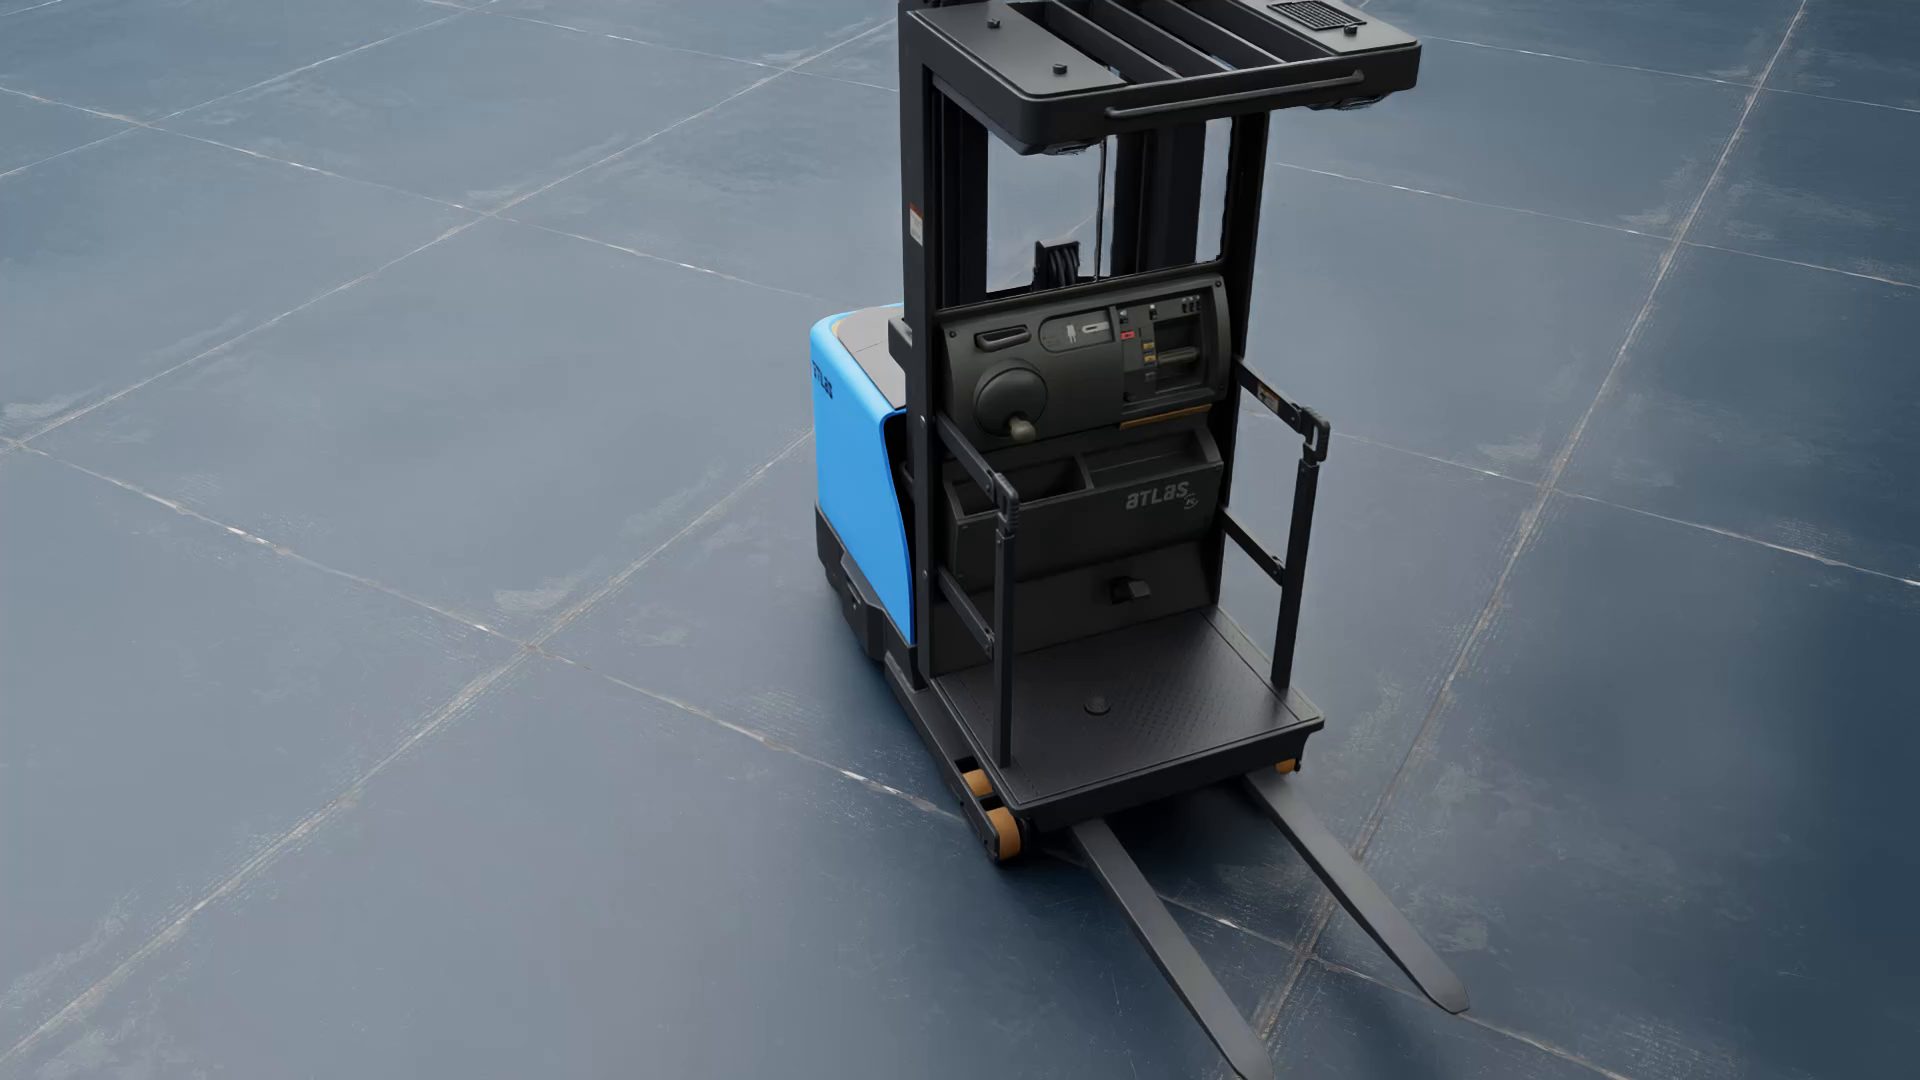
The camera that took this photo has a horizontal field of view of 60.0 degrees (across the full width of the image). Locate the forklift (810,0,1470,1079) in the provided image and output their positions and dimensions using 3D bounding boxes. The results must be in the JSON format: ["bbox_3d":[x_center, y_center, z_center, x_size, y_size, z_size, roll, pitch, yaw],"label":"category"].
[{"bbox_3d":[0.478,-0.482,4.829,1.130,2.935,3.031,-13,36,-19],"label":"forklift"}]
